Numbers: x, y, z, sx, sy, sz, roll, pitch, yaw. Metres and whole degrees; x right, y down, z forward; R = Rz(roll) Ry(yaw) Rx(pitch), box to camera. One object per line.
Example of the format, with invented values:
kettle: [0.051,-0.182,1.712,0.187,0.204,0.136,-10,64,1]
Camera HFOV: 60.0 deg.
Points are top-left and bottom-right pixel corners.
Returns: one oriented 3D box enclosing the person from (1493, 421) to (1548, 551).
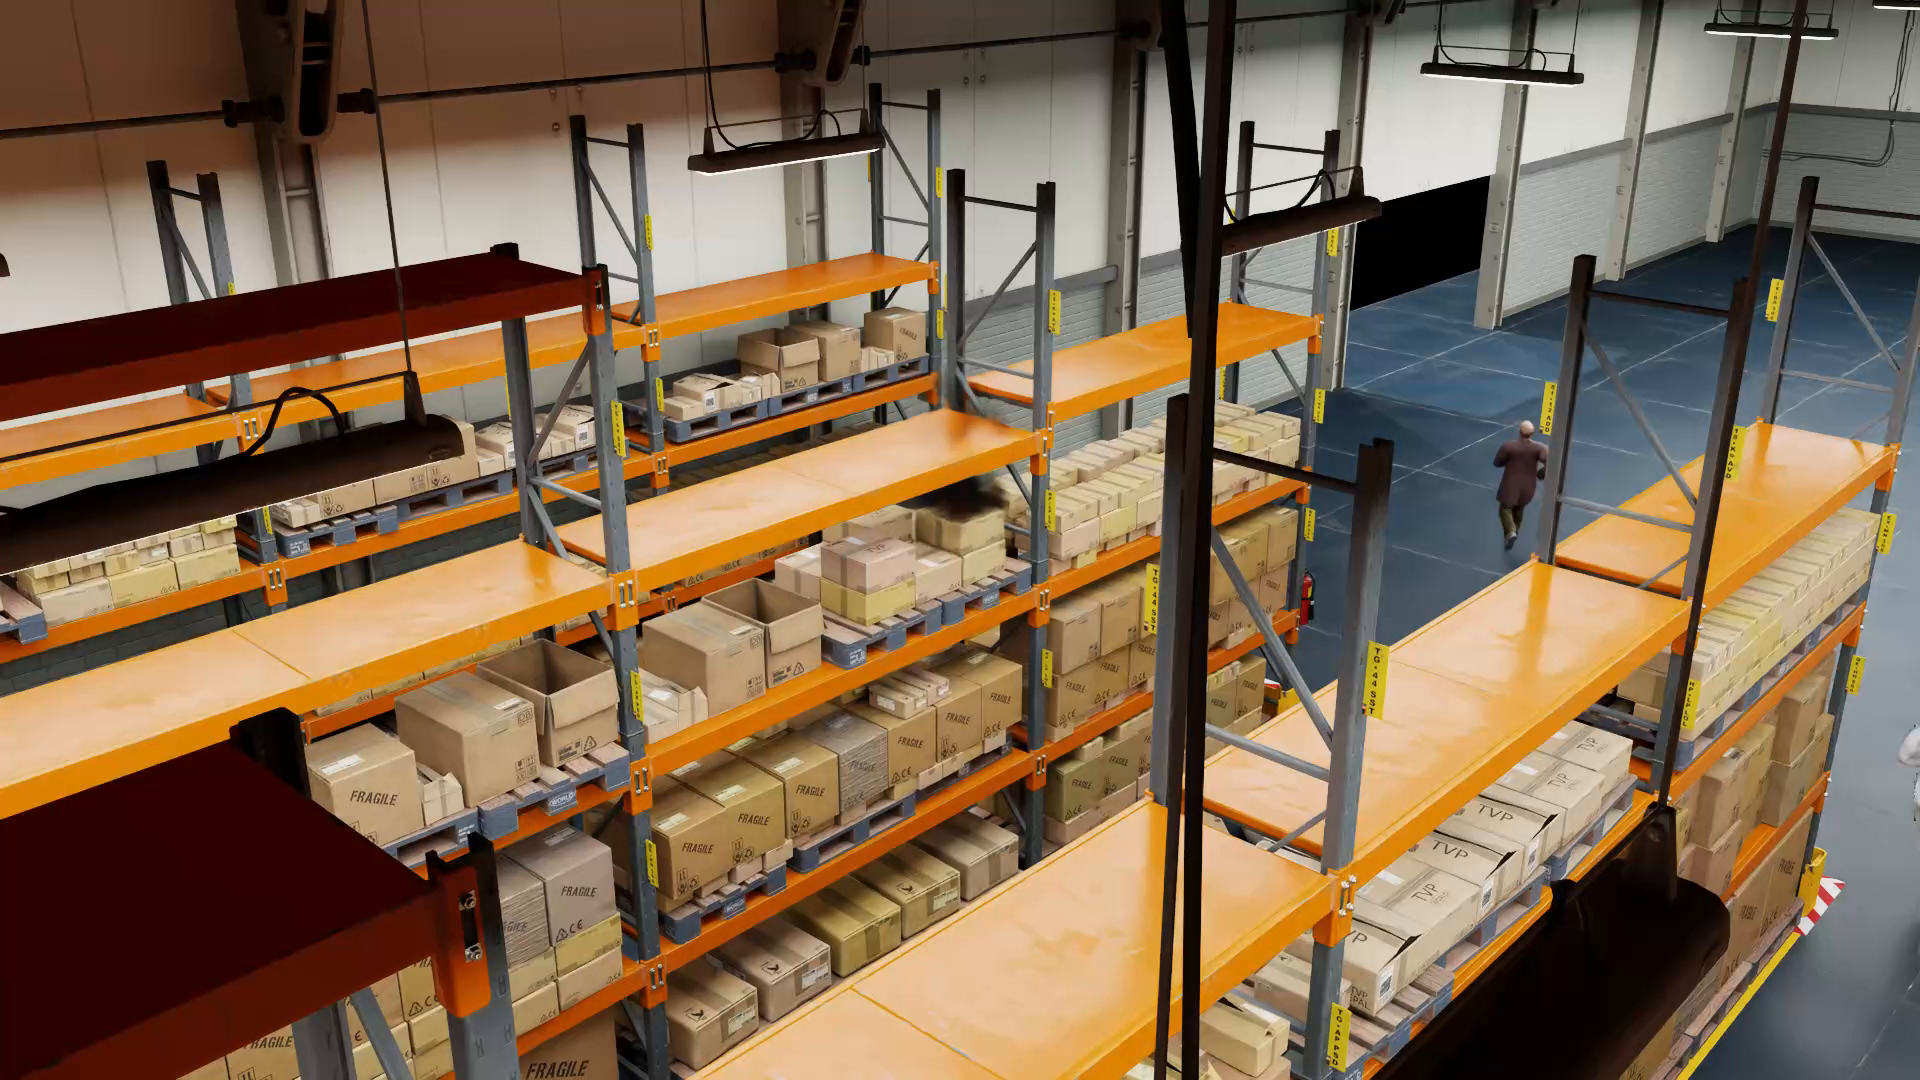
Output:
person: [7.198,-0.708,21.415,0.720,1.751,0.903,3,21,8]

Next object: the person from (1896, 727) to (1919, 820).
person: [8.276,2.173,14.057,0.740,1.768,0.966,9,23,22]
